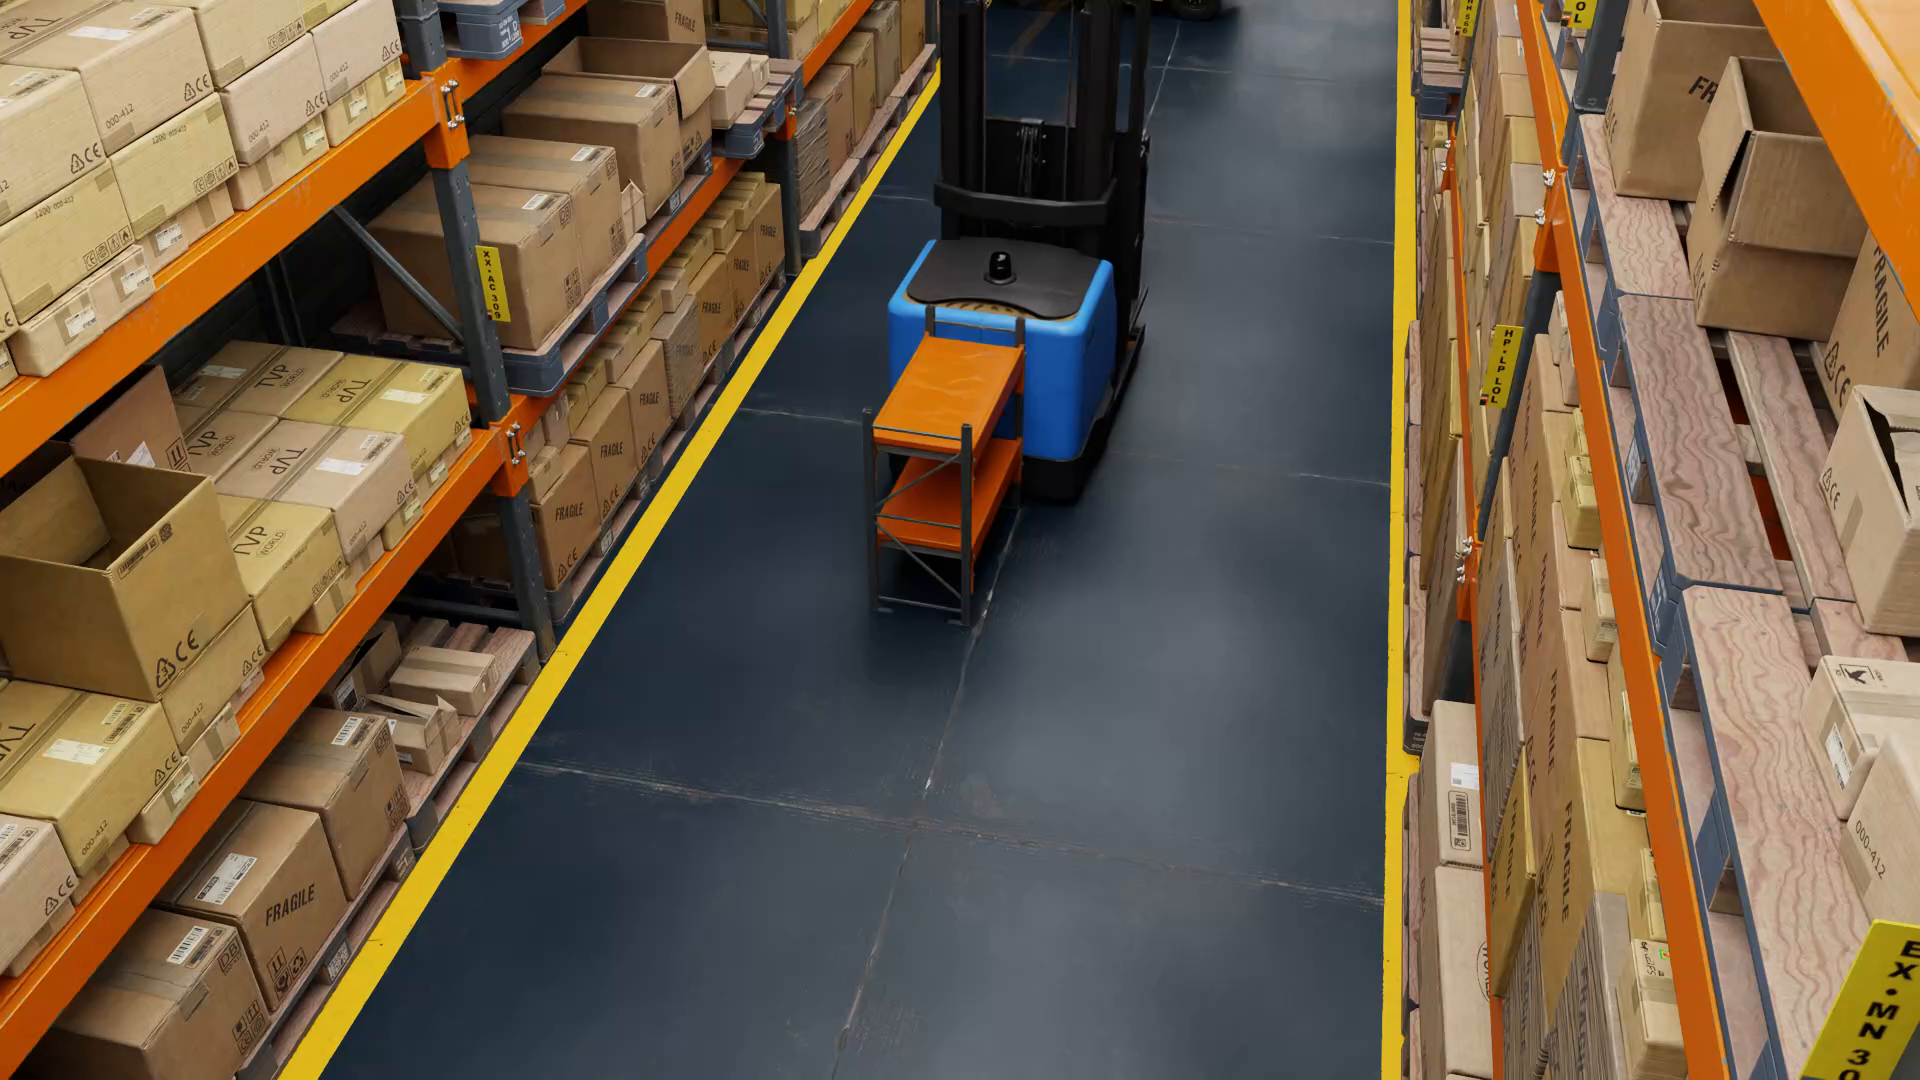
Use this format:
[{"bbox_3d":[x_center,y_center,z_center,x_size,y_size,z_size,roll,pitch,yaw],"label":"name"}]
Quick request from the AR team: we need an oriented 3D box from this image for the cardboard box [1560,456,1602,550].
[{"bbox_3d":[1.881,-0.089,4.597,0.380,0.149,0.250,6,36,9],"label":"cardboard box"}]

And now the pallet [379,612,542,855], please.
[{"bbox_3d":[-2.545,0.789,7.251,1.003,0.211,1.213,7,37,10],"label":"pallet"}]

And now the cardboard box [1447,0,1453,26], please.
[{"bbox_3d":[3.250,-3.308,10.385,0.380,0.149,0.250,8,37,11],"label":"cardboard box"}]

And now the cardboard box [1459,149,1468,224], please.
[{"bbox_3d":[2.864,-1.800,8.576,0.500,0.250,0.500,6,36,9],"label":"cardboard box"}]

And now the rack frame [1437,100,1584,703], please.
[{"bbox_3d":[2.452,-0.113,6.121,1.000,3.000,0.127,7,37,10],"label":"rack frame"}]

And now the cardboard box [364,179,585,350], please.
[{"bbox_3d":[-2.076,-1.193,7.168,0.700,0.500,0.500,8,37,11],"label":"cardboard box"}]

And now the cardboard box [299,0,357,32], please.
[{"bbox_3d":[-2.270,-1.891,5.465,0.500,0.250,0.500,7,37,10],"label":"cardboard box"}]

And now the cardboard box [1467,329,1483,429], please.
[{"bbox_3d":[2.412,-0.633,6.966,0.500,0.250,0.500,7,36,9],"label":"cardboard box"}]

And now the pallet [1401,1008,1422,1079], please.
[{"bbox_3d":[1.955,2.143,5.383,1.003,0.211,1.213,7,37,10],"label":"pallet"}]

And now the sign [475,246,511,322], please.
[{"bbox_3d":[-1.866,-1.020,6.634,0.100,0.325,0.005,7,37,10],"label":"sign"}]

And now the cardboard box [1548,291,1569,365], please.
[{"bbox_3d":[2.131,-0.673,5.403,0.380,0.149,0.250,7,36,9],"label":"cardboard box"}]

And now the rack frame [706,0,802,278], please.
[{"bbox_3d":[-1.543,-3.027,10.140,1.000,3.000,0.127,7,37,10],"label":"rack frame"}]

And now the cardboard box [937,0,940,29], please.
[{"bbox_3d":[-0.262,-4.612,14.313,0.500,0.250,0.500,8,37,10],"label":"cardboard box"}]

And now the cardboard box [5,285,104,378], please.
[{"bbox_3d":[-2.535,-0.573,4.413,0.380,0.149,0.250,7,37,10],"label":"cardboard box"}]

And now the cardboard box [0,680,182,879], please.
[{"bbox_3d":[-2.679,0.694,4.882,0.500,0.250,0.500,7,36,9],"label":"cardboard box"}]

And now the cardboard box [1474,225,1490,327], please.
[{"bbox_3d":[2.513,-1.124,7.216,0.500,0.250,0.500,8,37,11],"label":"cardboard box"}]

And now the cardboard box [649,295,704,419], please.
[{"bbox_3d":[-1.743,-1.029,9.156,0.500,0.500,0.500,6,36,8],"label":"cardboard box"}]

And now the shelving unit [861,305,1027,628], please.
[{"bbox_3d":[-0.058,-0.372,8.076,0.538,1.125,1.048,9,37,12],"label":"shelving unit"}]

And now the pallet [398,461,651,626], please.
[{"bbox_3d":[-2.261,-0.075,8.444,1.003,0.211,1.213,7,37,10],"label":"pallet"}]

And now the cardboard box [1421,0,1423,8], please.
[{"bbox_3d":[4.132,-4.725,13.829,0.500,0.500,0.500,8,37,11],"label":"cardboard box"}]

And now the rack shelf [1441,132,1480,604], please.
[{"bbox_3d":[2.879,-0.969,7.914,1.077,0.370,4.000,7,37,10],"label":"rack shelf"}]

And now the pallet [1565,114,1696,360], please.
[{"bbox_3d":[2.267,-0.824,4.621,1.003,0.211,1.213,7,37,10],"label":"pallet"}]

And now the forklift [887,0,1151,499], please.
[{"bbox_3d":[0.497,-2.264,9.146,1.130,2.935,3.031,9,37,12],"label":"forklift"}]

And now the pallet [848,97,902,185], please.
[{"bbox_3d":[-1.067,-3.062,12.565,1.003,0.211,1.213,7,37,10],"label":"pallet"}]

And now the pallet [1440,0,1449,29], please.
[{"bbox_3d":[3.689,-3.469,10.914,1.003,0.211,1.213,7,37,10],"label":"pallet"}]

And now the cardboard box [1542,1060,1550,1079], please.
[{"bbox_3d":[1.564,1.544,3.749,0.500,0.500,0.500,7,36,9],"label":"cardboard box"}]

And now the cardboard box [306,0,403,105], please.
[{"bbox_3d":[-2.256,-1.700,5.628,0.500,0.250,0.500,7,37,10],"label":"cardboard box"}]

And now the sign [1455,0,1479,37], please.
[{"bbox_3d":[2.774,-2.906,9.055,0.100,0.325,0.005,7,37,10],"label":"sign"}]

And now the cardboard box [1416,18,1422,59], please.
[{"bbox_3d":[4.025,-4.129,13.647,0.500,0.250,0.500,9,37,12],"label":"cardboard box"}]

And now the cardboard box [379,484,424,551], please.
[{"bbox_3d":[-2.285,-0.113,6.335,0.380,0.149,0.250,8,37,11],"label":"cardboard box"}]

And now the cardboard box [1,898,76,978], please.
[{"bbox_3d":[-2.769,1.063,4.711,0.380,0.149,0.250,8,37,11],"label":"cardboard box"}]

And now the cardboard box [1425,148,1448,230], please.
[{"bbox_3d":[3.587,-2.259,10.963,0.950,0.372,0.625,7,36,9],"label":"cardboard box"}]

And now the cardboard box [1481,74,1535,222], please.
[{"bbox_3d":[2.629,-1.731,7.415,0.500,0.500,0.500,8,37,11],"label":"cardboard box"}]

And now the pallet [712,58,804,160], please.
[{"bbox_3d":[-1.620,-2.552,9.648,1.213,0.211,1.003,7,37,10],"label":"pallet"}]

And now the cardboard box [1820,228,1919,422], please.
[{"bbox_3d":[2.175,-0.423,3.463,0.500,0.500,0.500,8,37,11],"label":"cardboard box"}]

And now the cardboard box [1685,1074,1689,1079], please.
[{"bbox_3d":[1.510,1.092,2.967,0.380,0.149,0.250,8,37,11],"label":"cardboard box"}]

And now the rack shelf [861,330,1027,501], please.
[{"bbox_3d":[-0.058,-0.609,7.904,0.538,0.278,1.000,9,37,12],"label":"rack shelf"}]

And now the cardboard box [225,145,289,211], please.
[{"bbox_3d":[-2.364,-1.170,5.237,0.380,0.149,0.250,7,37,10],"label":"cardboard box"}]

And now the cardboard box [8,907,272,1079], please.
[{"bbox_3d":[-2.808,1.578,5.559,0.700,0.500,0.500,9,37,12],"label":"cardboard box"}]

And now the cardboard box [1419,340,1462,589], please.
[{"bbox_3d":[2.692,-0.308,7.841,0.875,0.875,0.875,8,37,11],"label":"cardboard box"}]

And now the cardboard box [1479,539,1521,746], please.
[{"bbox_3d":[1.985,0.370,5.368,0.500,0.500,0.500,8,37,10],"label":"cardboard box"}]

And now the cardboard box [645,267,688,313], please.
[{"bbox_3d":[-1.712,-1.376,9.082,0.380,0.149,0.250,6,36,8],"label":"cardboard box"}]

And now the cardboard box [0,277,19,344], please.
[{"bbox_3d":[-2.680,-0.521,4.001,0.500,0.250,0.500,6,36,9],"label":"cardboard box"}]

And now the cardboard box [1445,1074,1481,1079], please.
[{"bbox_3d":[1.828,2.130,4.850,0.875,0.438,0.875,8,37,11],"label":"cardboard box"}]

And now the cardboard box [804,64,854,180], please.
[{"bbox_3d":[-1.265,-2.967,11.723,0.875,0.625,0.625,8,37,11],"label":"cardboard box"}]

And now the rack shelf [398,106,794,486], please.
[{"bbox_3d":[-1.971,-1.589,8.769,1.077,0.370,4.000,7,37,10],"label":"rack shelf"}]

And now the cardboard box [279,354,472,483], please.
[{"bbox_3d":[-2.268,-0.471,6.488,0.500,0.250,0.500,8,37,11],"label":"cardboard box"}]

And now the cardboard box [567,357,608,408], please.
[{"bbox_3d":[-1.989,-0.802,8.290,0.380,0.149,0.250,7,36,9],"label":"cardboard box"}]

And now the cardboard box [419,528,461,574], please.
[{"bbox_3d":[-2.582,-0.210,8.026,0.500,0.500,0.500,7,37,10],"label":"cardboard box"}]

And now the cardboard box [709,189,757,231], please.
[{"bbox_3d":[-1.429,-1.972,9.904,0.380,0.149,0.250,6,36,8],"label":"cardboard box"}]

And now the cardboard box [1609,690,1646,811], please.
[{"bbox_3d":[1.698,0.502,3.781,0.380,0.149,0.250,8,37,11],"label":"cardboard box"}]

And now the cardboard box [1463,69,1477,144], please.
[{"bbox_3d":[2.957,-2.289,8.824,0.500,0.250,0.500,7,37,10],"label":"cardboard box"}]

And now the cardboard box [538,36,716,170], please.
[{"bbox_3d":[-1.711,-2.280,8.664,0.797,0.503,0.637,7,36,9],"label":"cardboard box"}]

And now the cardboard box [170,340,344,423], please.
[{"bbox_3d":[-2.767,-0.543,6.588,0.500,0.250,0.500,7,37,9],"label":"cardboard box"}]

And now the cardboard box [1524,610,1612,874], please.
[{"bbox_3d":[1.769,0.554,4.263,0.500,0.500,0.500,7,37,10],"label":"cardboard box"}]

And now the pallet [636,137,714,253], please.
[{"bbox_3d":[-1.954,-1.834,8.657,1.003,0.211,1.213,7,37,10],"label":"pallet"}]

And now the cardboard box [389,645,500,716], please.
[{"bbox_3d":[-2.230,0.607,7.198,0.380,0.149,0.250,6,36,9],"label":"cardboard box"}]

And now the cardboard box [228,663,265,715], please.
[{"bbox_3d":[-2.566,0.465,5.536,0.380,0.149,0.250,7,37,10],"label":"cardboard box"}]

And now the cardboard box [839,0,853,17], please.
[{"bbox_3d":[-0.994,-3.774,11.299,0.500,0.250,0.500,6,36,8],"label":"cardboard box"}]
